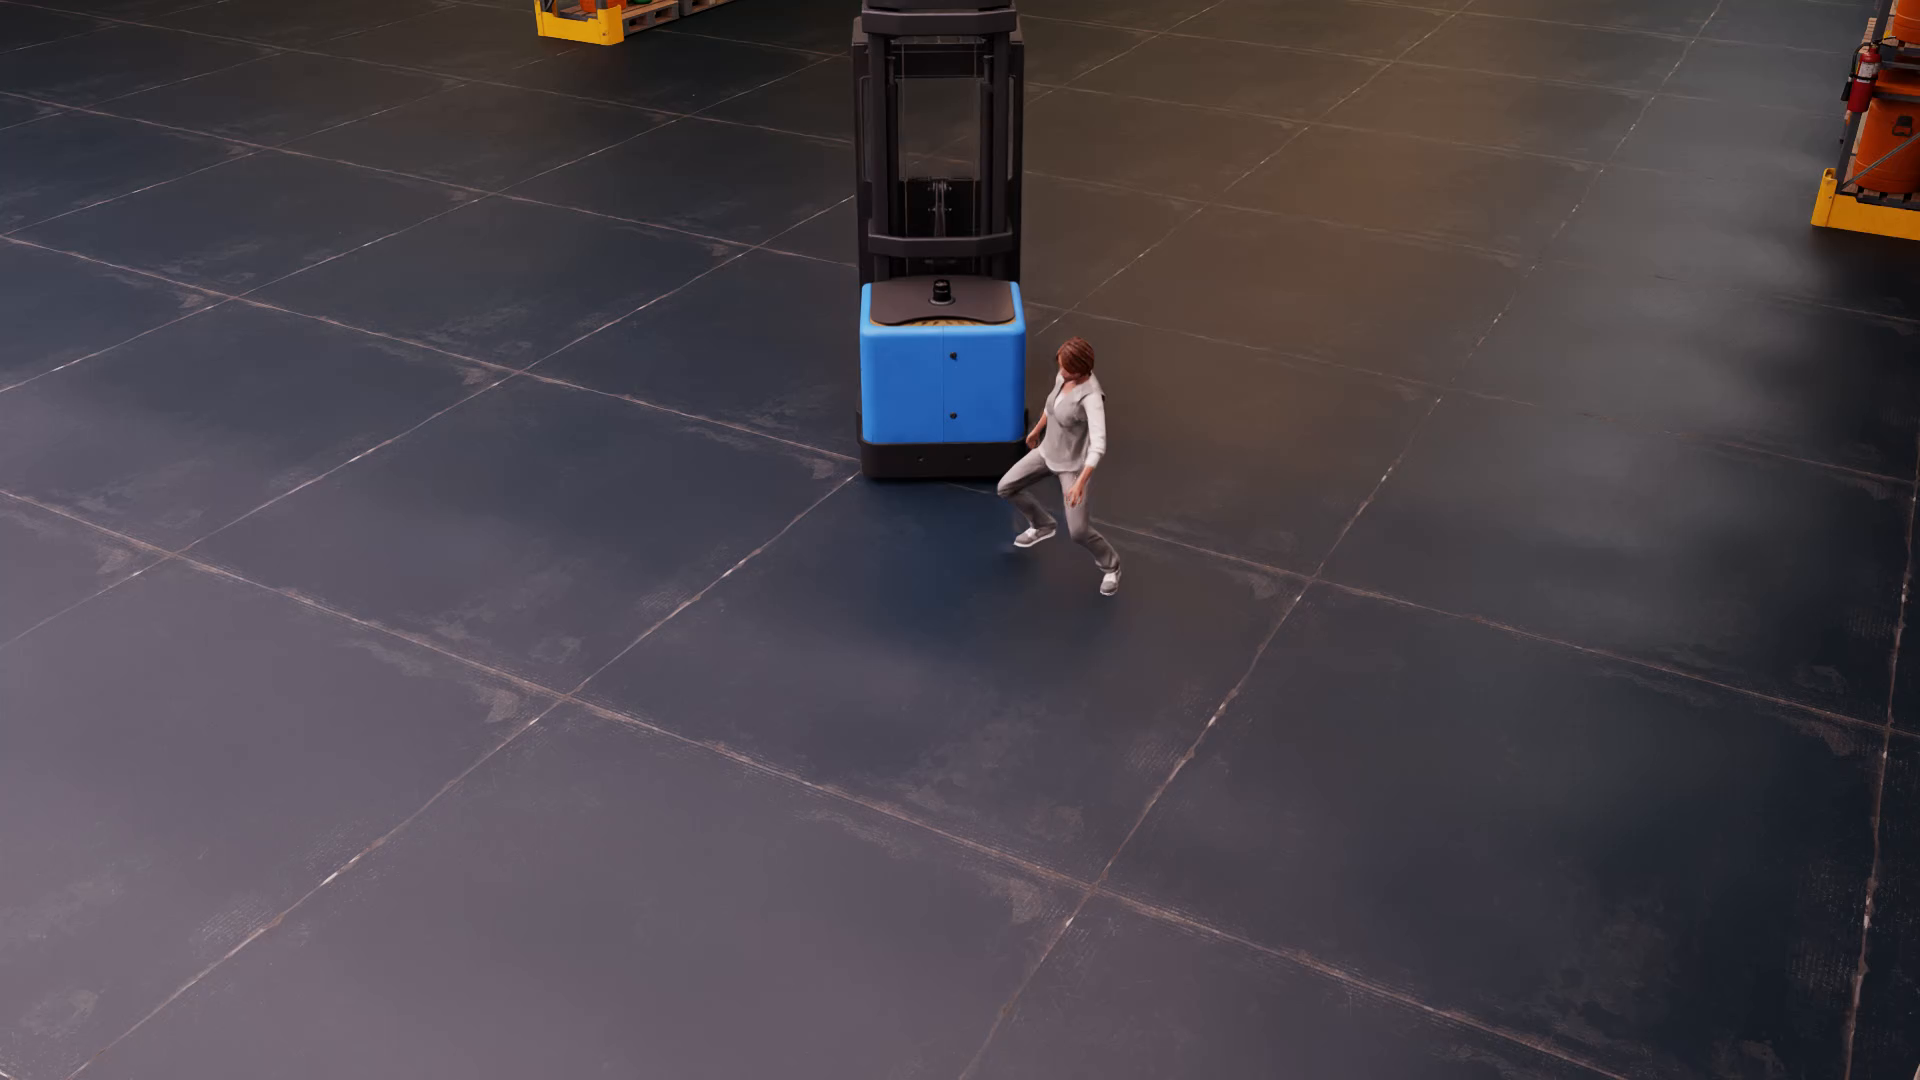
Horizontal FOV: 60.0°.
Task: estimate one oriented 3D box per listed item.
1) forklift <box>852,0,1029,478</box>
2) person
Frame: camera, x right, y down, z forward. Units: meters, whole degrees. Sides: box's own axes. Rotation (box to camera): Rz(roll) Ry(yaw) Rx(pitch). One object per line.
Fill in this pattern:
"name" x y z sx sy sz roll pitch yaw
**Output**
"forklift" -0.147 -2.364 11.166 1.130 2.935 3.031 -1 30 -2
"person" 0.593 -0.444 9.316 0.580 1.491 0.803 -13 32 -21
